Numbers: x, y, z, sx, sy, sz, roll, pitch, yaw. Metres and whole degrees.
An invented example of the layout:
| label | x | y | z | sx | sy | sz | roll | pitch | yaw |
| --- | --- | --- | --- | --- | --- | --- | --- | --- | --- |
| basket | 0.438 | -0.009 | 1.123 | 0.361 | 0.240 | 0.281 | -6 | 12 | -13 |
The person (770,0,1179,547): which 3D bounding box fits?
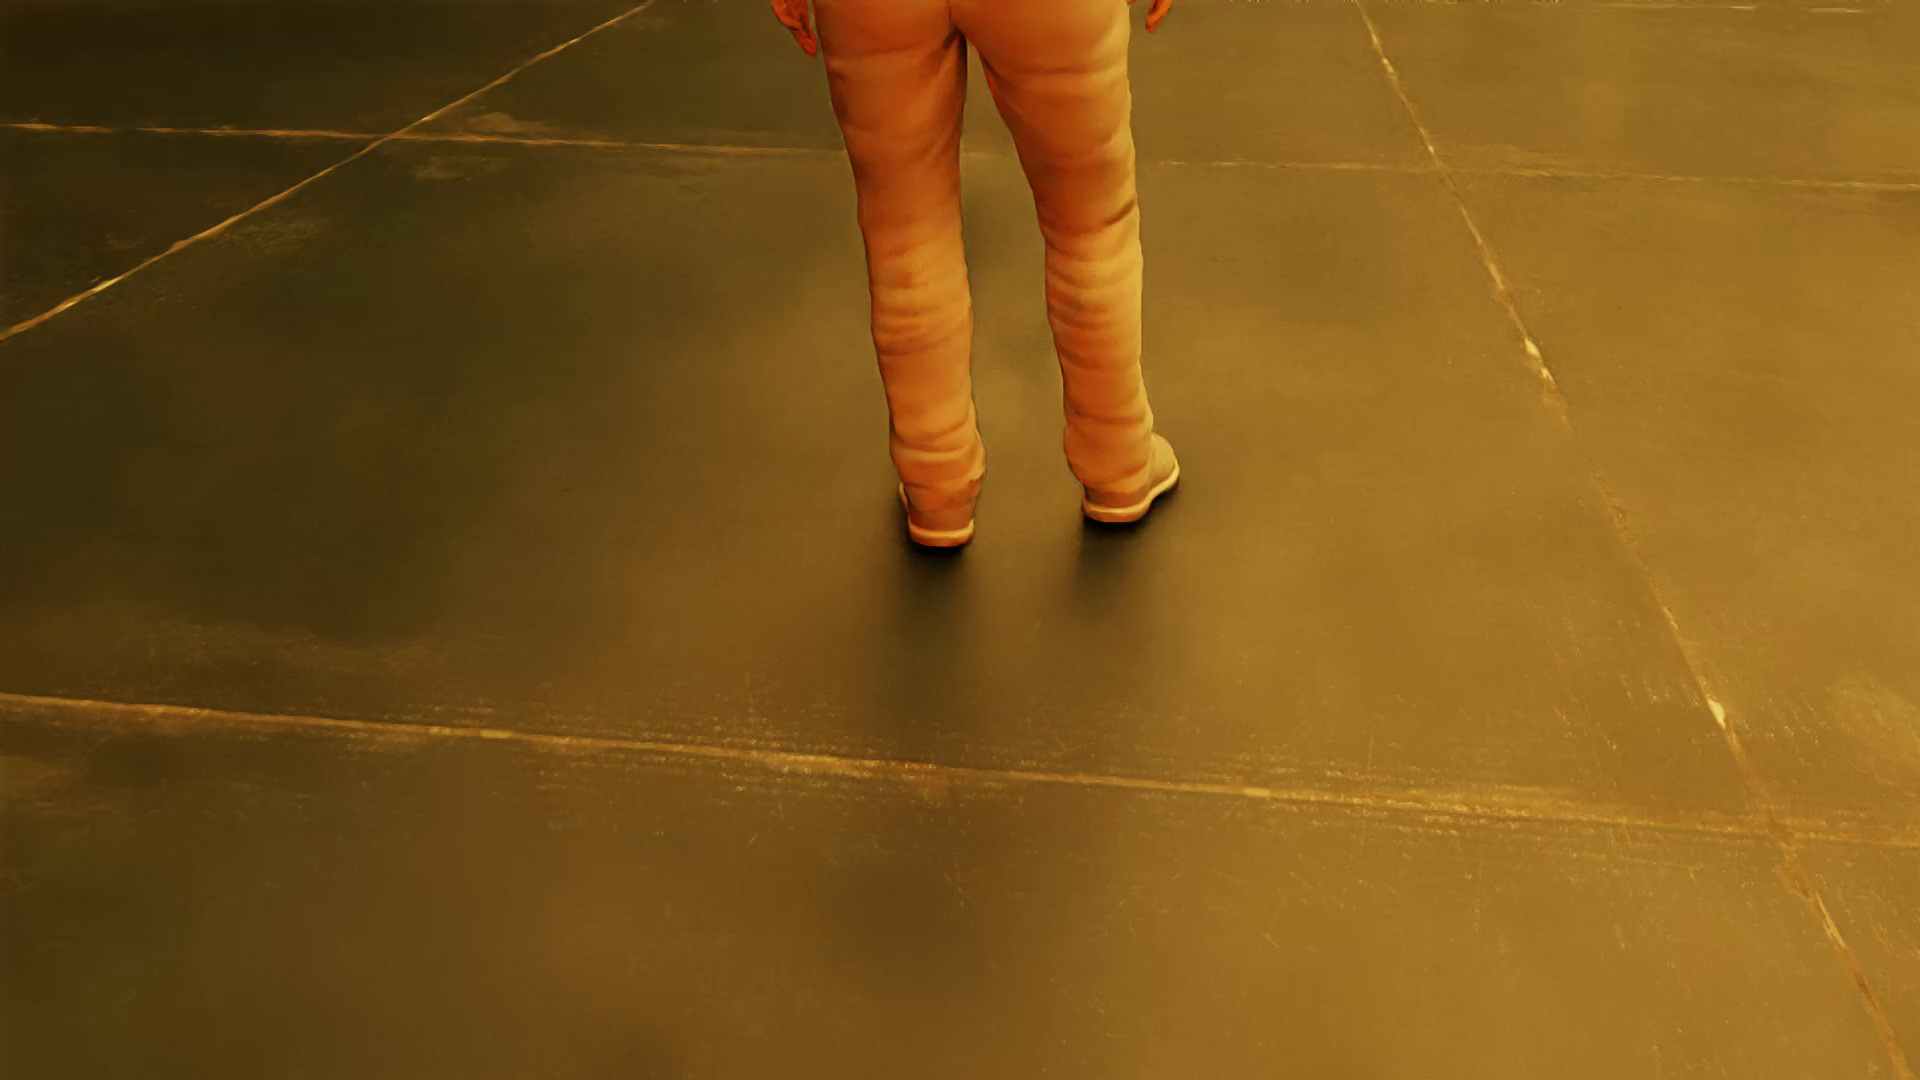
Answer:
| label | x | y | z | sx | sy | sz | roll | pitch | yaw |
| --- | --- | --- | --- | --- | --- | --- | --- | --- | --- |
| person | 0.035 | -0.785 | 2.190 | 0.593 | 1.669 | 0.529 | 3 | 27 | 7 |
